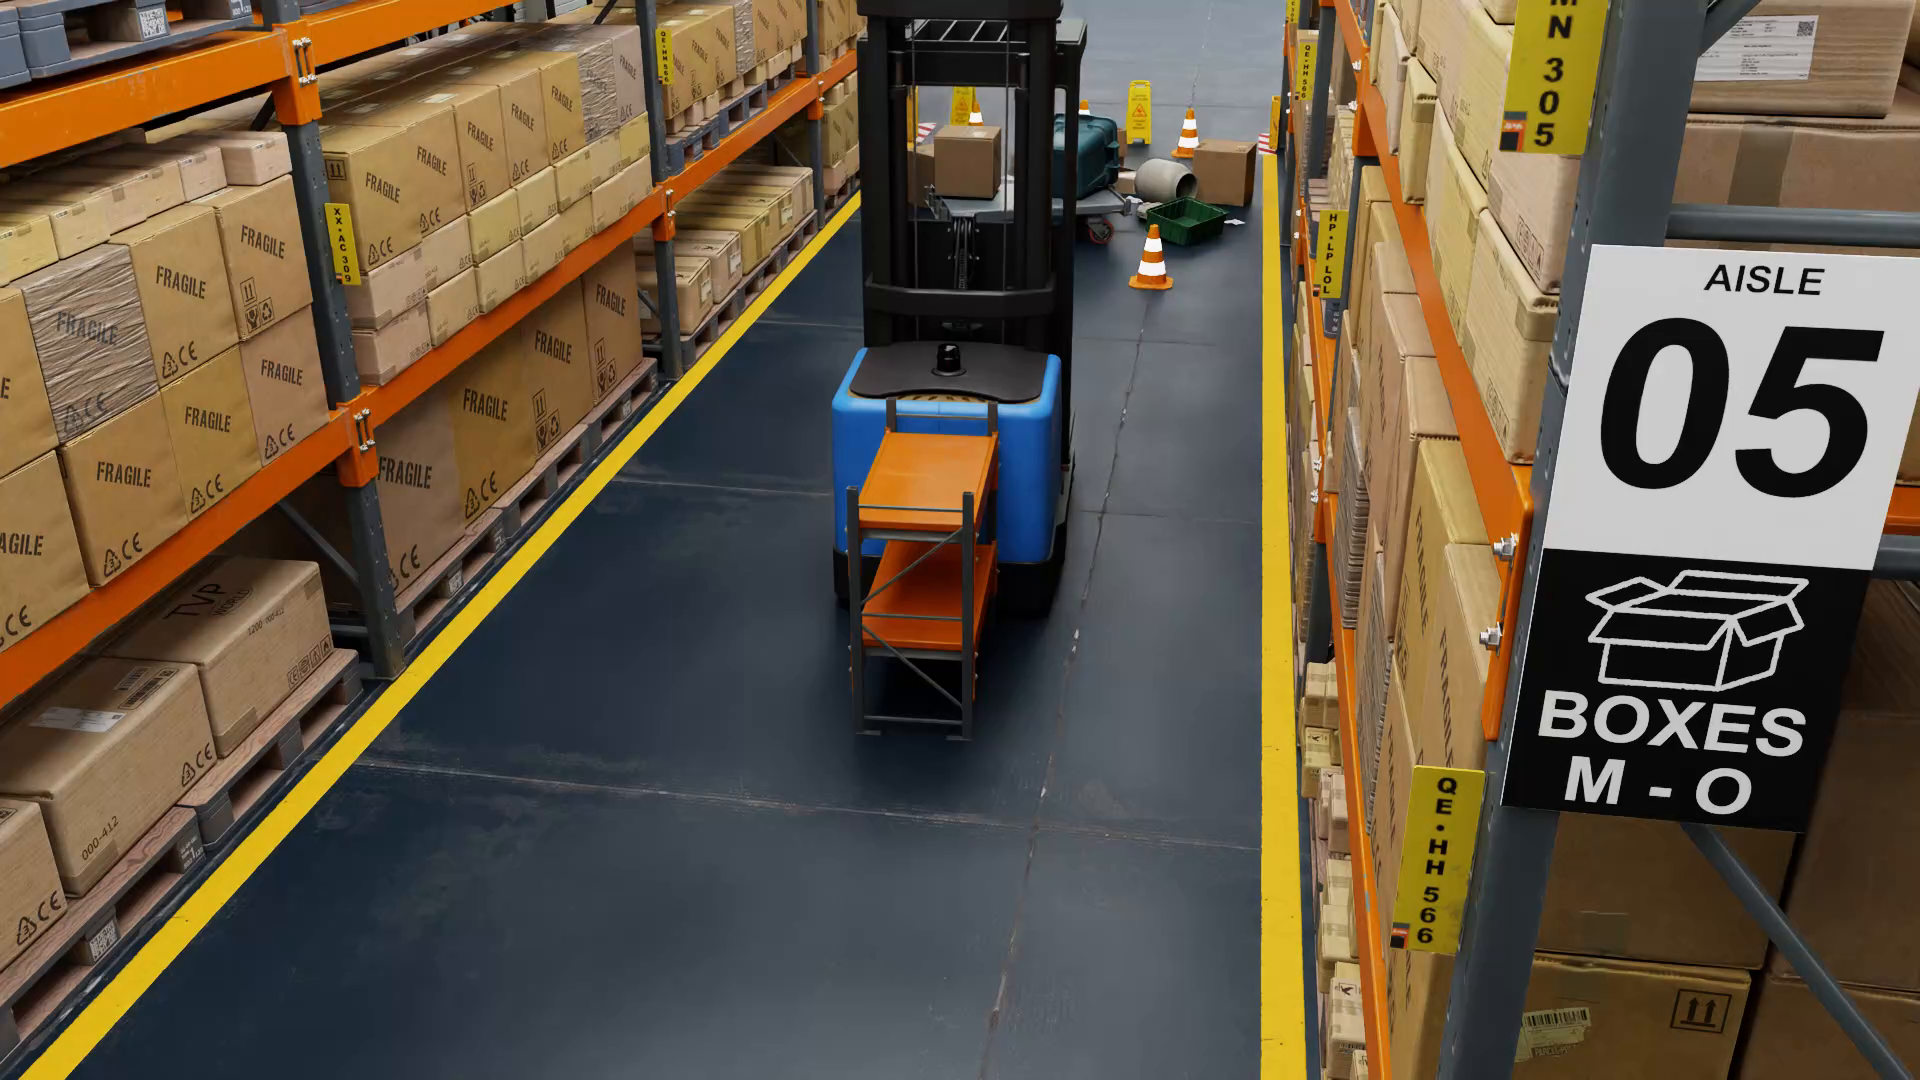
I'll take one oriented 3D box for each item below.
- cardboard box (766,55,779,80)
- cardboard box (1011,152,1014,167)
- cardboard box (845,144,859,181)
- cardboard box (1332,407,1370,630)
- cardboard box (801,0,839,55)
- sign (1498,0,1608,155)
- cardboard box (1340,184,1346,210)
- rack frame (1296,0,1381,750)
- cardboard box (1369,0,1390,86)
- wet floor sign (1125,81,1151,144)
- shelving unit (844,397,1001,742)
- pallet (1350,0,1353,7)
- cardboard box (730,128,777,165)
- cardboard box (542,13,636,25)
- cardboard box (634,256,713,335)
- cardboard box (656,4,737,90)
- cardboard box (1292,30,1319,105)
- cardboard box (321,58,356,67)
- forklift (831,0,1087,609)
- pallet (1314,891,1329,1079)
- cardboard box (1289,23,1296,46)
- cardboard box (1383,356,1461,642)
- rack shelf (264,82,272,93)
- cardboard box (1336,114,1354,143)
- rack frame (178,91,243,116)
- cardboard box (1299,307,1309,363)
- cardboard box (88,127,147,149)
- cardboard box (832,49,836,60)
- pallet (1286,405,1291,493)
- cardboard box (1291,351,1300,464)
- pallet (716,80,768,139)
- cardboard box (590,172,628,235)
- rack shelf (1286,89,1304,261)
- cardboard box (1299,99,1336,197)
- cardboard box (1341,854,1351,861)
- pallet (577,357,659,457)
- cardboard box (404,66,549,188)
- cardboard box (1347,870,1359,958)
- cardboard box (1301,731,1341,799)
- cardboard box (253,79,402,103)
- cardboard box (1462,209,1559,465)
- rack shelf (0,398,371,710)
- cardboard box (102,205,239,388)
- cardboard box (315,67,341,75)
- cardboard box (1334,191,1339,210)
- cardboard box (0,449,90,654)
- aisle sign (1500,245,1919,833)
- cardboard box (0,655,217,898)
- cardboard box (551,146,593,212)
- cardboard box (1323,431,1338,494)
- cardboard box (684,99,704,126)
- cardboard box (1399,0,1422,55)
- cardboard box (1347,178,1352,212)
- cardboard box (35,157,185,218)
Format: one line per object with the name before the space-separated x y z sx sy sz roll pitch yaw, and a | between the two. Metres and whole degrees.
cardboard box | -1.608 -3.645 12.800 0.380 0.149 0.250 4 25 9
cardboard box | 0.741 -3.823 16.742 0.380 0.149 0.250 19 31 35
cardboard box | -1.252 -3.526 15.493 0.500 0.250 0.500 5 26 11
cardboard box | 1.380 -0.057 4.865 0.500 0.500 0.500 3 25 7
cardboard box | -1.344 -4.474 14.301 0.500 0.500 0.500 4 25 8
sign | 0.703 -0.616 1.945 0.100 0.325 0.005 4 25 9
cardboard box | 2.069 -1.640 8.165 0.380 0.149 0.250 4 25 8
rack frame | 1.901 -0.483 6.243 1.000 3.000 0.127 4 25 9
cardboard box | 1.565 -1.598 5.264 0.500 0.250 0.500 5 26 11
wet floor sign | 1.914 -4.584 17.783 0.267 0.644 0.232 0 25 -1
shelving unit | -0.138 0.101 7.208 0.538 1.125 1.048 3 25 6
pallet | 2.274 -2.441 7.110 1.213 0.211 1.003 4 25 9
cardboard box | -1.859 -3.680 14.937 0.500 0.500 0.500 4 25 8
cardboard box | -2.471 -3.253 11.197 0.500 0.500 0.500 4 25 8
cardboard box | -2.243 -1.692 11.431 0.950 0.372 0.625 2 25 5
cardboard box | -1.885 -3.440 11.596 0.500 0.500 0.500 4 25 9
cardboard box | 2.857 -3.672 12.940 0.500 0.500 0.500 4 25 9
cardboard box | -6.461 -4.723 16.870 0.500 0.250 0.500 4 25 8
forklift | 0.069 -1.593 8.695 1.130 2.935 3.031 3 25 6
pallet | 1.629 1.575 5.135 1.003 0.211 1.213 4 25 9
cardboard box | 3.563 -4.954 15.618 0.875 0.550 0.550 4 25 9
cardboard box | 1.236 -0.081 3.737 0.500 0.500 0.500 5 26 11
rack shelf | -6.916 -3.309 13.130 1.077 0.370 4.000 4 25 9
cardboard box | 2.247 -2.209 9.030 0.380 0.149 0.250 3 25 7
rack frame | -6.589 -4.472 14.765 1.000 3.000 0.127 4 25 9
cardboard box | 2.121 -1.070 9.065 0.500 0.250 0.500 4 25 8
cardboard box | -3.306 -1.461 6.271 0.380 0.149 0.250 4 25 8
cardboard box | -1.320 -4.347 14.796 0.380 0.149 0.250 4 25 8
pallet | 2.426 -0.566 9.710 1.003 0.211 1.213 4 25 9
cardboard box | 2.109 -0.725 9.214 0.500 0.500 0.500 4 25 9
pallet | -2.062 -3.200 12.275 1.003 0.211 1.213 4 25 9
cardboard box | -2.240 -1.944 9.542 0.500 0.250 0.500 4 25 9
rack shelf | 2.882 -2.666 11.756 1.077 0.370 4.000 4 25 9
cardboard box | 2.364 -2.408 10.238 0.500 0.500 0.500 4 25 9
cardboard box | 1.454 1.056 5.473 0.380 0.149 0.250 5 26 11
pallet | -2.548 -0.869 10.357 1.003 0.211 1.213 4 25 9
cardboard box | -2.425 -2.086 8.372 0.500 0.500 0.500 4 25 8
cardboard box | 1.360 1.131 4.962 0.380 0.149 0.250 4 25 9
cardboard box | 1.481 0.860 6.243 0.380 0.149 0.250 5 26 10
cardboard box | -2.994 -1.913 8.002 0.500 0.500 0.500 5 26 10
cardboard box | 1.061 -0.309 2.510 0.500 0.250 0.500 3 25 7
rack shelf | -3.326 0.379 5.251 1.077 0.370 4.000 4 25 9
cardboard box | -2.894 -0.853 5.737 0.500 0.500 0.500 4 25 8
cardboard box | -6.037 -4.472 16.334 0.500 0.250 0.500 5 26 10
cardboard box | 2.152 -1.721 8.689 0.380 0.149 0.250 5 26 11
cardboard box | -3.069 0.028 5.034 0.500 0.500 0.500 5 26 10
aisle sign | 0.940 0.023 2.097 0.394 0.787 0.004 4 25 9
cardboard box | -3.353 0.817 5.994 0.875 0.438 0.875 3 25 7
cardboard box | -2.317 -1.964 8.995 0.500 0.250 0.500 3 25 7
cardboard box | 1.532 -0.273 6.091 0.380 0.149 0.250 5 26 10
cardboard box | -1.939 -2.883 11.172 0.380 0.149 0.250 2 25 5
cardboard box | 1.404 -1.397 4.246 0.500 0.250 0.500 4 25 9
cardboard box | 1.988 -1.555 7.633 0.380 0.149 0.250 3 25 6
cardboard box | -2.936 -1.218 5.751 0.380 0.149 0.250 4 25 9
